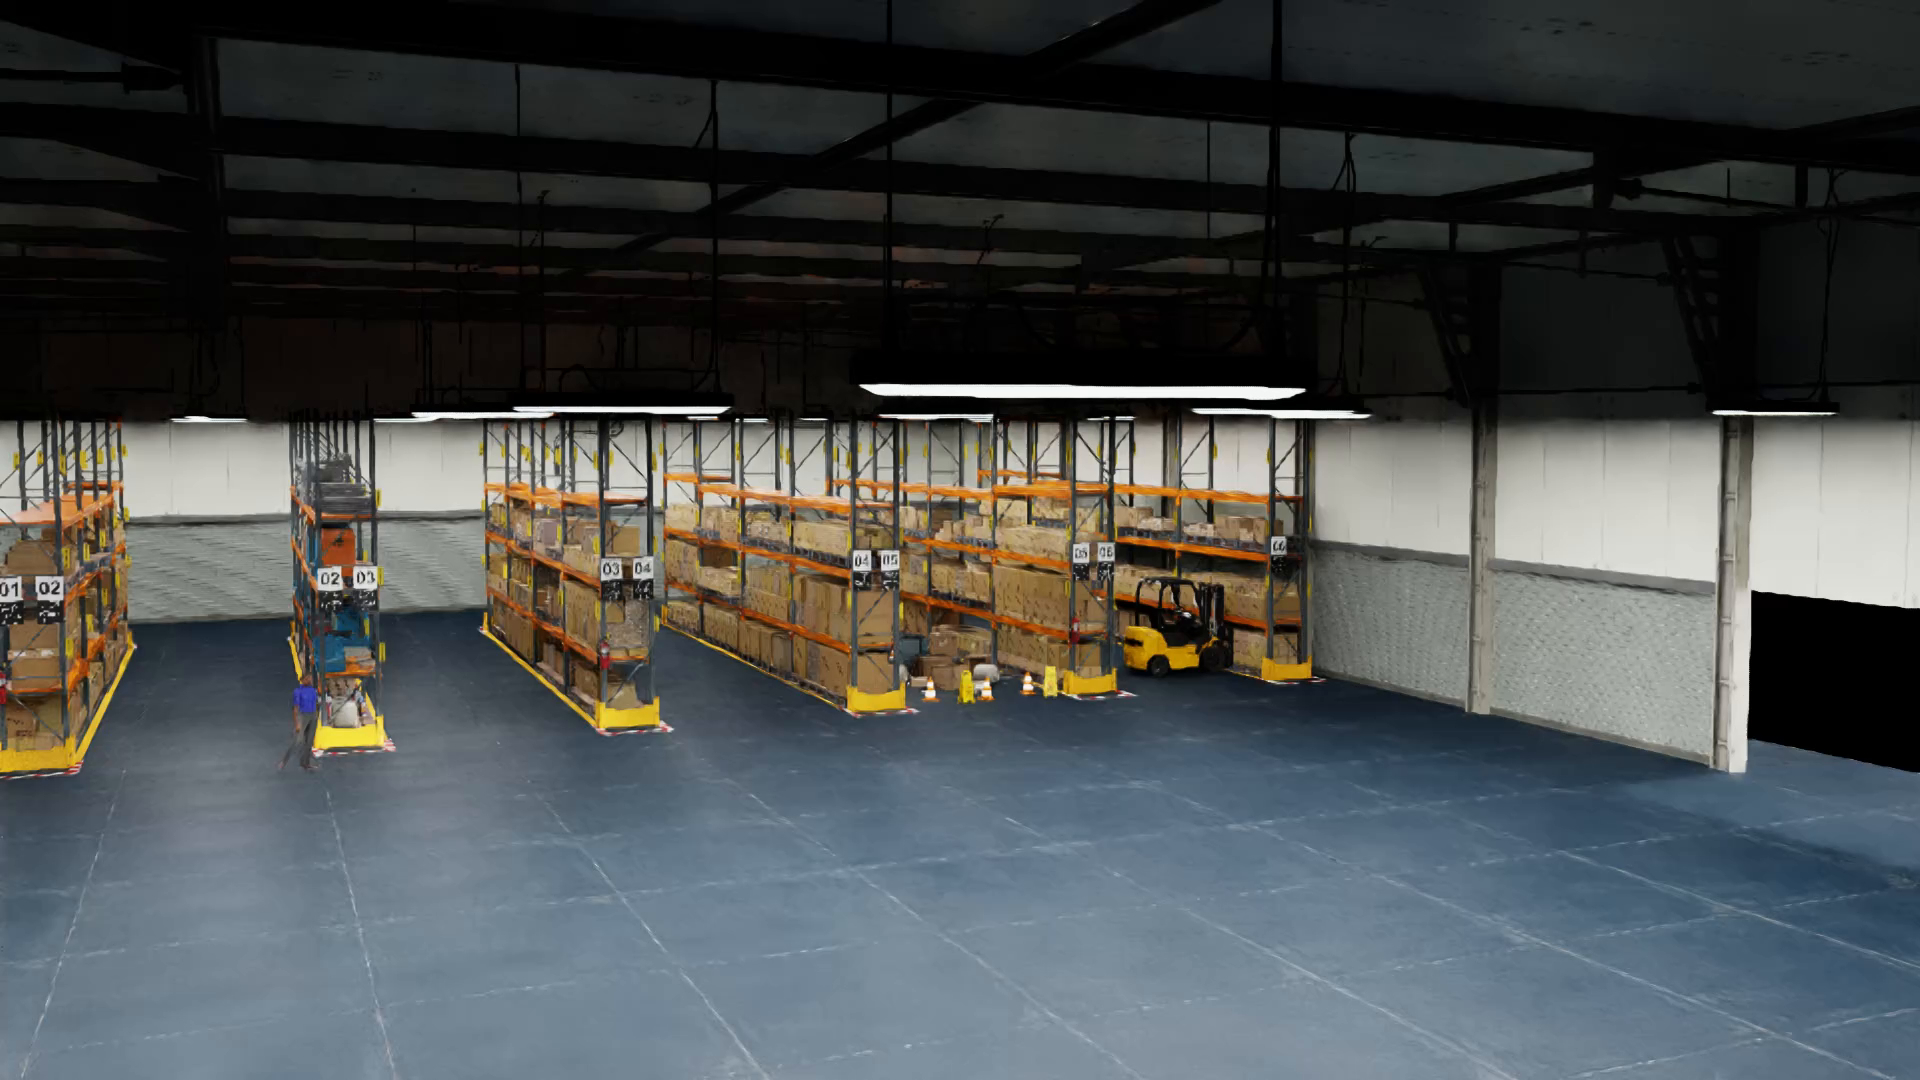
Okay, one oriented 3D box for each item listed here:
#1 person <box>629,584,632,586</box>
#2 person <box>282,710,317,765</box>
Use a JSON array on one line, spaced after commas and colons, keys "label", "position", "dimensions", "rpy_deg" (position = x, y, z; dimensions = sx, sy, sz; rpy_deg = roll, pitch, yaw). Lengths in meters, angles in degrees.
[{"label": "person", "position": [-10.259, 1.336, 50.279], "dimensions": [0.703, 1.619, 0.835], "rpy_deg": [-1, 4, -18]}, {"label": "person", "position": [-10.899, 3.258, 27.452], "dimensions": [0.439, 0.941, 0.503], "rpy_deg": [2, 4, 25]}]
